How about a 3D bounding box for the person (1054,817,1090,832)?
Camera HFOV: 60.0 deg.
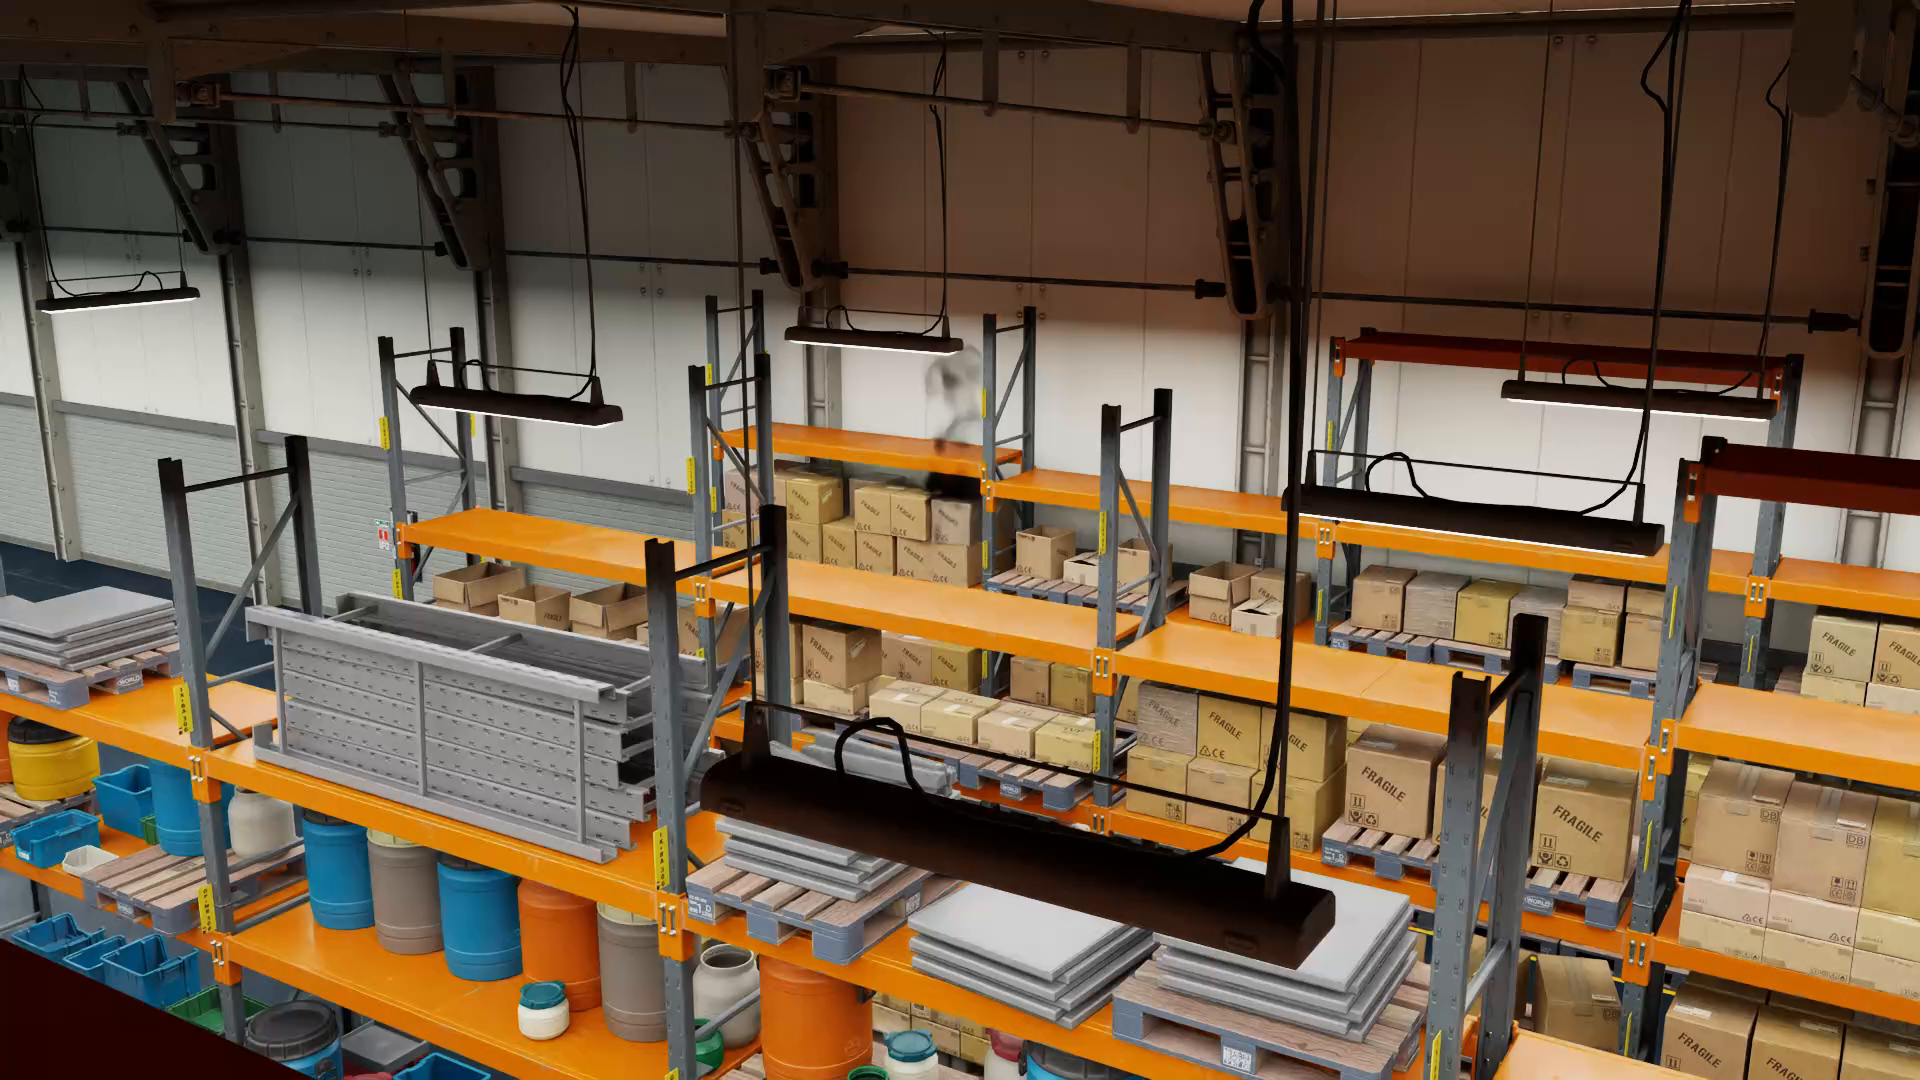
[{"bbox_3d":[1.017,3.332,15.980,0.983,1.805,0.651,9,17,33],"label":"person"}]
